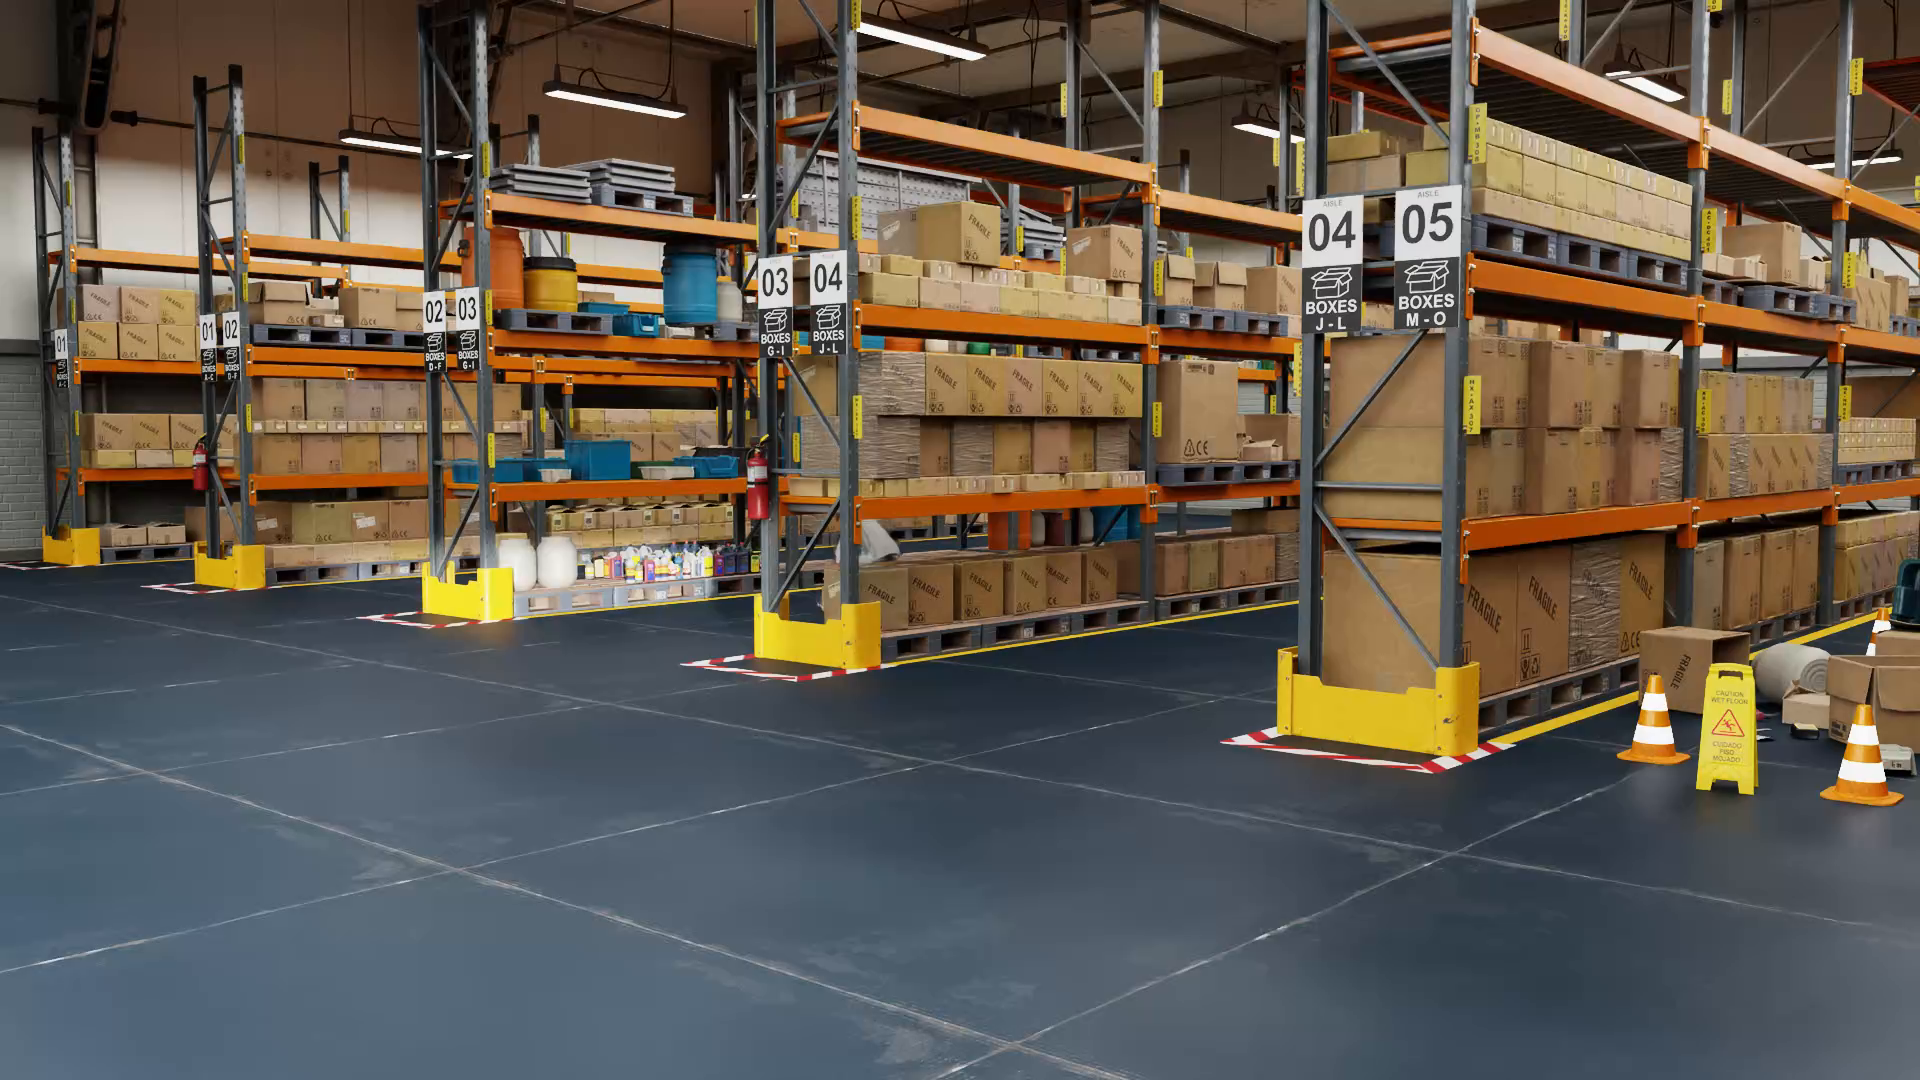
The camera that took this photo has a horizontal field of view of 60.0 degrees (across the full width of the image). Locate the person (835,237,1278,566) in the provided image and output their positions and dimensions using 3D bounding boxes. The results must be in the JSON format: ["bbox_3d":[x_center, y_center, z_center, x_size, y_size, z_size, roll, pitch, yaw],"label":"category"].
[{"bbox_3d":[5.318,-2.711,23.411,24.894,6.004,19.232,3,5,41],"label":"person"}]
